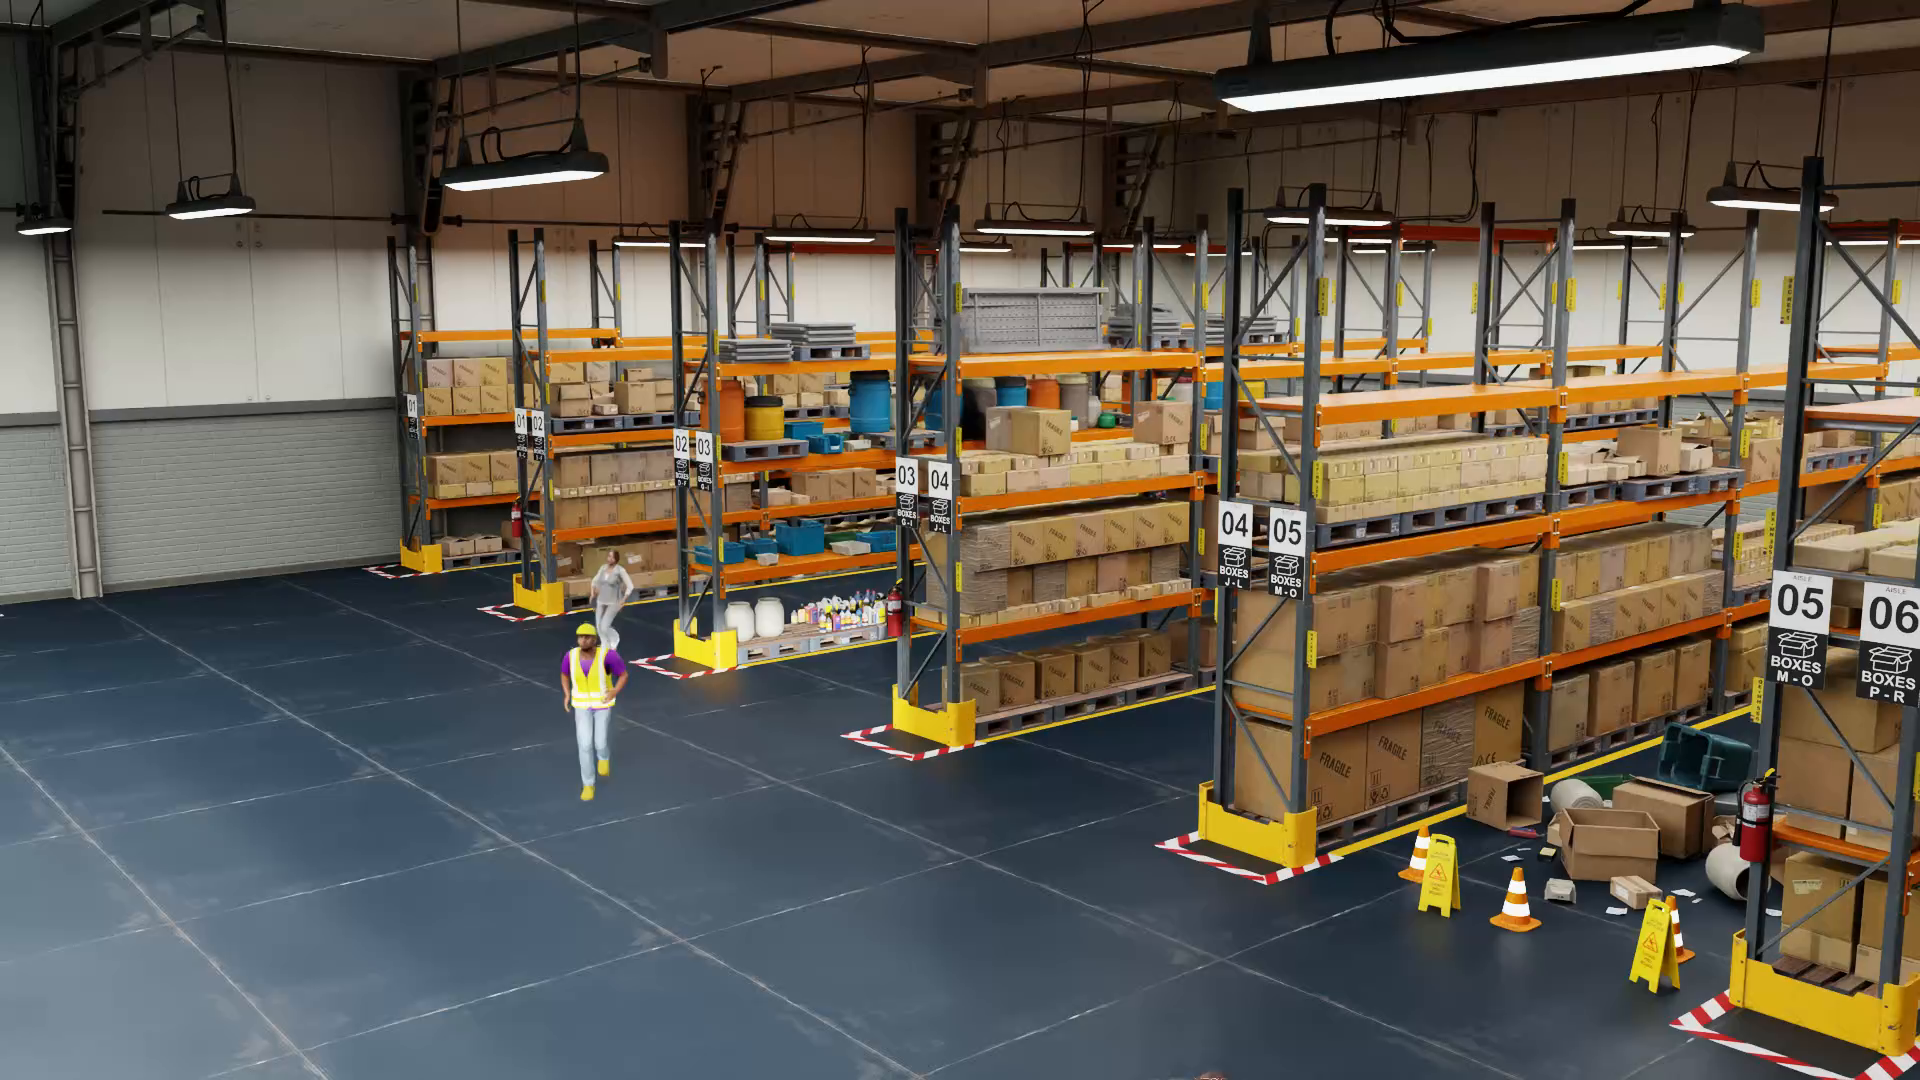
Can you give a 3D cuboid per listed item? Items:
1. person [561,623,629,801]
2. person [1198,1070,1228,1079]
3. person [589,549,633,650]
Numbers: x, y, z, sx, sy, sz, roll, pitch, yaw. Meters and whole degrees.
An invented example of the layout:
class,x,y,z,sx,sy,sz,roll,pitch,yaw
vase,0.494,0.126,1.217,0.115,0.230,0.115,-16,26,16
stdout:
class,x,y,z,sx,sy,sz,roll,pitch,yaw
person,-3.730,1.710,17.018,0.700,1.805,0.776,0,9,-2
person,1.146,3.217,7.646,0.580,1.647,0.747,1,9,6
person,-4.832,0.897,22.945,0.614,1.556,0.472,3,9,20
